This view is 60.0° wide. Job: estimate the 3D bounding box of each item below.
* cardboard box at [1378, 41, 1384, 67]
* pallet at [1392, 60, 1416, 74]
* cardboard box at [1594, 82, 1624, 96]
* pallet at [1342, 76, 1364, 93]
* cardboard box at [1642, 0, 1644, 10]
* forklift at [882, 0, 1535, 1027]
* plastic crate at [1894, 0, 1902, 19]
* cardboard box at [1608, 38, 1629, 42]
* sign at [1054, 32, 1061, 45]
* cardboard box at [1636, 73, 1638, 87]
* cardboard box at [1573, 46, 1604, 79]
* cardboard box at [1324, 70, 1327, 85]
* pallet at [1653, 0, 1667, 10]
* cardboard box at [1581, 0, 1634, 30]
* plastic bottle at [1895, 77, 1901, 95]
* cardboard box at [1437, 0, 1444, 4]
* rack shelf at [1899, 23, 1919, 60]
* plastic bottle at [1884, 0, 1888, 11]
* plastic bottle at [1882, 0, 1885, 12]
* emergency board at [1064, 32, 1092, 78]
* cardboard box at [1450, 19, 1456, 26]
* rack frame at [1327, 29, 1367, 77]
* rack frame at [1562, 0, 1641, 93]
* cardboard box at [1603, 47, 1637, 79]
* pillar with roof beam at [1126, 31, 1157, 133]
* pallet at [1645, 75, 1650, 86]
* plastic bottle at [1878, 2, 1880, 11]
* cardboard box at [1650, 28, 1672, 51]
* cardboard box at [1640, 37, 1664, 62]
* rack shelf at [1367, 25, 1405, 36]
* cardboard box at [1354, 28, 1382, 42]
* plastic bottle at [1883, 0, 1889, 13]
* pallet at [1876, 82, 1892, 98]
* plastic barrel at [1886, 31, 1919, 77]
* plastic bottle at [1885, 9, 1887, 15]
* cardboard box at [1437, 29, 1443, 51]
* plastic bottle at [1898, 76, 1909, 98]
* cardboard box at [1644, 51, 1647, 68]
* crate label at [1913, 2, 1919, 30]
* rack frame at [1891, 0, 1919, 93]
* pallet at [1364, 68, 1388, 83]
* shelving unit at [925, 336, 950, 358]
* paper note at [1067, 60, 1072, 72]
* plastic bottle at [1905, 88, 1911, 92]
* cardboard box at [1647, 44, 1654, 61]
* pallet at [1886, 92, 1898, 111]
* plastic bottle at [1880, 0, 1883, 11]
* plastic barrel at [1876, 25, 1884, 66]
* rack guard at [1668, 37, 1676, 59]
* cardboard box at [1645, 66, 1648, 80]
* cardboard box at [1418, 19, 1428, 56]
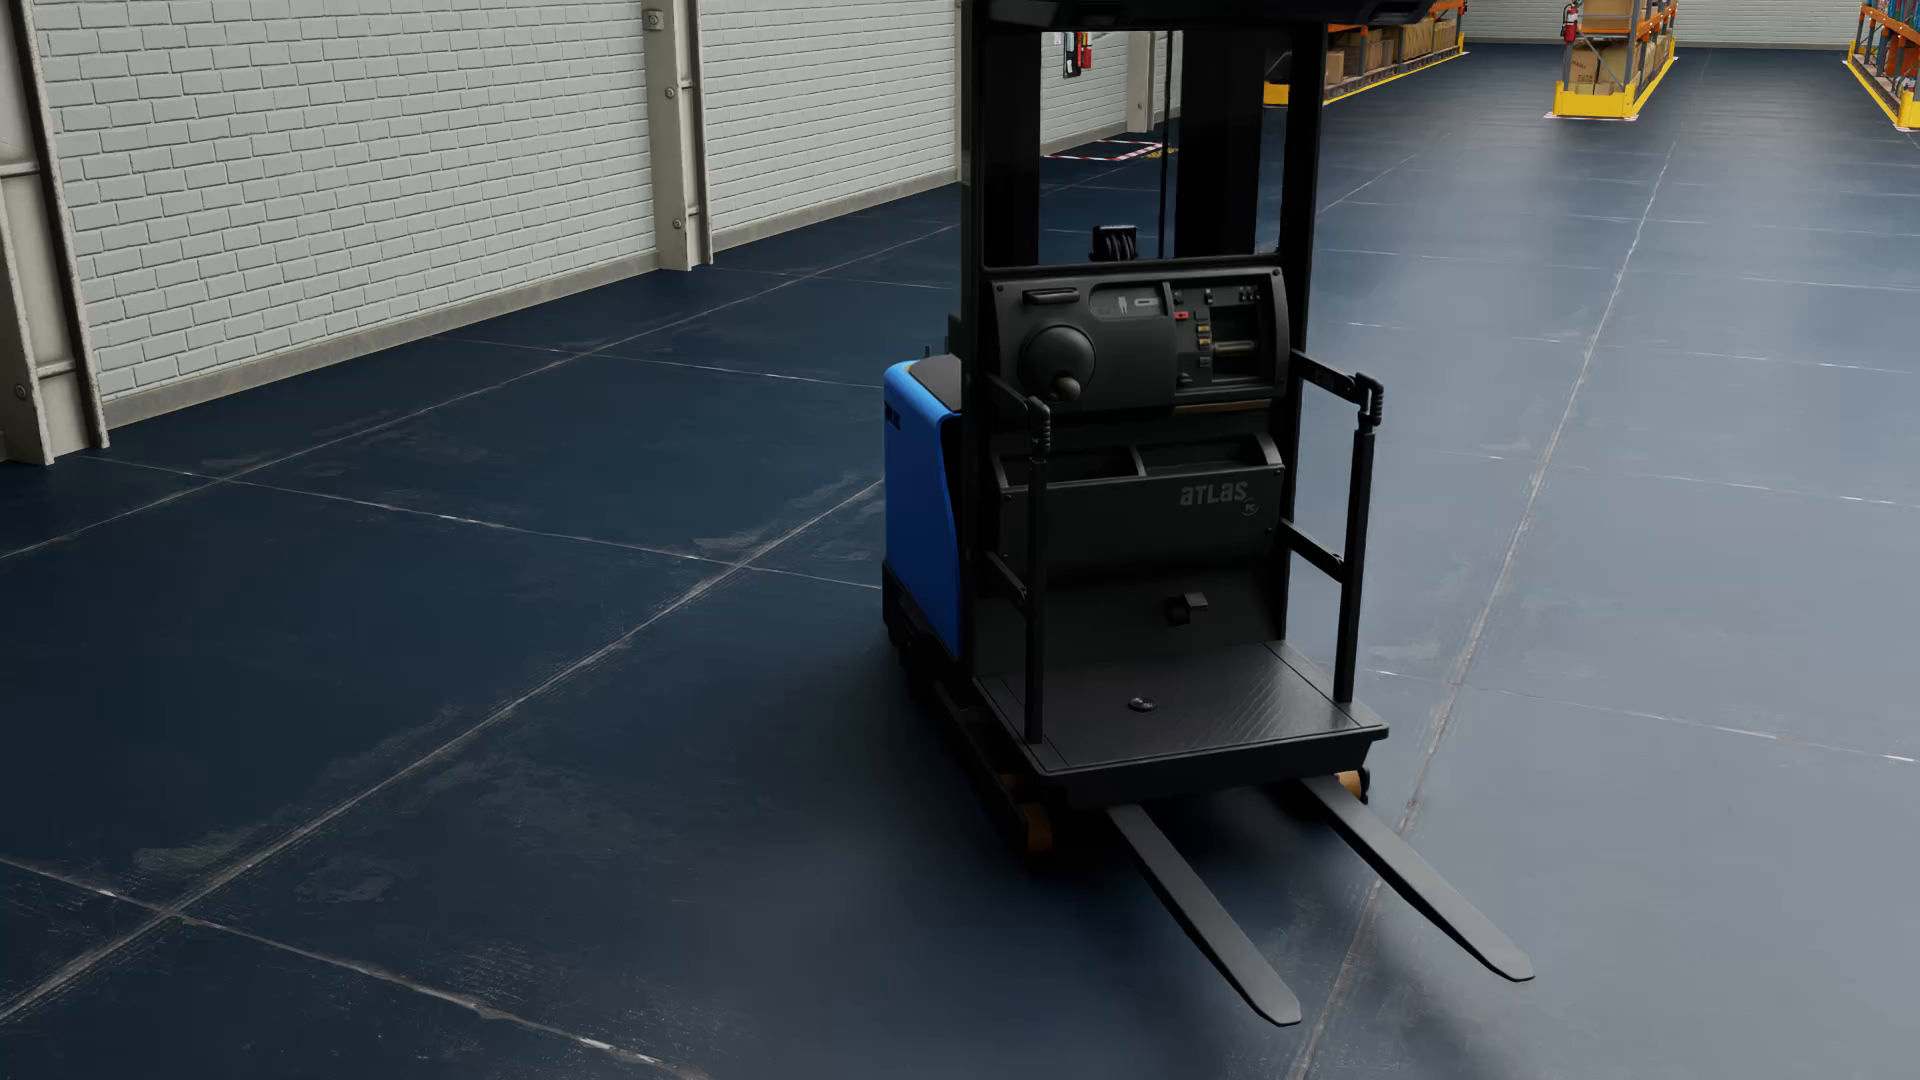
[{"bbox_3d":[8.284,-9.988,34.150,0.700,0.500,0.500,9,21,23],"label":"cardboard box"},{"bbox_3d":[9.240,-10.244,35.958,1.003,0.211,1.213,9,21,23],"label":"pallet"},{"bbox_3d":[10.516,-7.239,26.823,0.500,0.250,0.500,9,21,23],"label":"cardboard box"},{"bbox_3d":[6.967,-8.580,31.280,1.003,0.211,1.213,9,21,23],"label":"pallet"},{"bbox_3d":[12.276,-9.866,30.586,0.500,0.500,0.500,10,22,27],"label":"cardboard box"},{"bbox_3d":[0.609,-0.598,4.777,1.130,2.935,3.031,-6,20,-15],"label":"forklift"},{"bbox_3d":[16.946,-9.546,29.738,0.402,0.464,0.583,9,21,23],"label":"plastic crate"},{"bbox_3d":[13.557,-10.367,34.098,0.500,0.250,0.500,9,22,25],"label":"cardboard box"},{"bbox_3d":[1.245,-6.492,21.193,0.001,0.329,0.234,9,21,23],"label":"sign"},{"bbox_3d":[11.527,-8.005,28.977,0.500,0.250,0.500,9,21,23],"label":"cardboard box"},{"bbox_3d":[10.437,-7.971,27.763,0.500,0.500,0.500,9,21,23],"label":"cardboard box"},{"bbox_3d":[6.171,-8.195,29.392,0.500,0.311,0.500,11,22,27],"label":"cardboard box"},{"bbox_3d":[14.161,-11.153,34.640,1.003,0.211,1.213,9,21,23],"label":"pallet"},{"bbox_3d":[10.296,-8.391,26.437,0.700,0.500,0.500,9,21,23],"label":"cardboard box"},{"bbox_3d":[15.611,-7.529,27.571,0.152,0.276,0.135,9,22,25],"label":"plastic bottle"},{"bbox_3d":[10.723,-12.855,38.690,0.980,0.700,0.700,9,21,24],"label":"cardboard box"},{"bbox_3d":[15.430,-7.794,25.983,1.077,0.370,4.000,9,21,23],"label":"rack shelf"},{"bbox_3d":[18.131,-10.444,32.534,0.061,0.283,0.133,9,21,23],"label":"plastic bottle"},{"bbox_3d":[18.364,-10.616,32.917,0.144,0.351,0.185,9,21,23],"label":"plastic bottle"},{"bbox_3d":[1.566,-6.630,21.634,0.194,1.169,0.643,9,21,23],"label":"emergency board"},{"bbox_3d":[12.042,-12.806,41.138,0.380,0.149,0.250,8,21,22],"label":"cardboard box"},{"bbox_3d":[7.210,-10.104,31.404,1.000,3.000,0.127,9,21,23],"label":"rack frame"},{"bbox_3d":[10.093,-8.203,26.058,1.000,3.000,0.127,9,21,23],"label":"rack frame"},{"bbox_3d":[10.912,-7.900,27.563,0.500,0.500,0.500,9,21,23],"label":"cardboard box"},{"bbox_3d":[6.540,-9.616,21.077,9.100,9.000,0.400,9,21,23],"label":"pillar with roof beam"},{"bbox_3d":[12.996,-9.088,32.709,1.003,0.211,1.213,9,21,23],"label":"pallet"},{"bbox_3d":[18.838,-10.931,33.913,0.152,0.276,0.135,9,21,23],"label":"plastic bottle"},{"bbox_3d":[16.647,-11.923,39.593,0.500,0.500,0.500,9,21,23],"label":"cardboard box"},{"bbox_3d":[14.651,-10.407,35.330,0.500,0.500,0.500,9,21,23],"label":"cardboard box"},{"bbox_3d":[8.029,-10.377,33.244,1.077,0.370,4.000,9,21,23],"label":"rack shelf"},{"bbox_3d":[8.310,-10.317,33.957,0.500,0.250,0.500,9,21,24],"label":"cardboard box"},{"bbox_3d":[18.234,-10.519,32.644,0.144,0.351,0.185,9,21,23],"label":"plastic bottle"},{"bbox_3d":[17.033,-8.051,29.791,1.003,0.211,1.213,9,21,23],"label":"pallet"},{"bbox_3d":[18.071,-9.295,31.740,0.600,0.830,0.708,9,21,23],"label":"plastic barrel"},{"bbox_3d":[17.941,-10.249,32.107,0.097,0.201,0.097,0,20,0],"label":"plastic bottle"},{"bbox_3d":[11.095,-11.938,39.663,0.700,0.500,0.500,8,21,22],"label":"cardboard box"},{"bbox_3d":[15.288,-7.327,26.890,0.144,0.351,0.185,8,21,22],"label":"plastic bottle"},{"bbox_3d":[12.128,-8.684,30.051,0.500,0.311,0.500,9,21,23],"label":"cardboard box"},{"bbox_3d":[15.117,-8.138,25.824,0.502,0.435,0.616,9,21,23],"label":"crate label"},{"bbox_3d":[16.249,-8.745,27.581,1.000,3.000,0.127,9,21,23],"label":"rack frame"},{"bbox_3d":[8.026,-9.403,33.593,1.003,0.211,1.213,9,21,23],"label":"pallet"},{"bbox_3d":[0.003,-0.426,7.325,0.258,0.900,0.210,9,21,23],"label":"shelving unit"},{"bbox_3d":[1.431,-6.170,21.656,0.016,0.148,0.142,9,21,23],"label":"paper note"},{"bbox_3d":[14.963,-7.032,26.286,0.097,0.201,0.097,0,20,0],"label":"plastic bottle"},{"bbox_3d":[13.172,-9.461,32.236,0.500,0.311,0.500,8,21,22],"label":"cardboard box"},{"bbox_3d":[15.935,-7.231,27.488,1.003,0.211,1.213,9,21,23],"label":"pallet"},{"bbox_3d":[18.608,-10.760,33.432,0.152,0.276,0.135,9,21,23],"label":"plastic bottle"},{"bbox_3d":[19.286,-10.236,34.278,0.600,0.901,0.708,9,21,23],"label":"plastic barrel"},{"bbox_3d":[16.614,-11.893,40.164,1.175,0.500,0.348,9,21,23],"label":"rack guard"},{"bbox_3d":[12.542,-8.732,31.022,0.500,0.250,0.500,8,21,21],"label":"cardboard box"},{"bbox_3d":[9.977,-11.246,37.196,0.750,0.750,0.750,9,22,24],"label":"cardboard box"}]
